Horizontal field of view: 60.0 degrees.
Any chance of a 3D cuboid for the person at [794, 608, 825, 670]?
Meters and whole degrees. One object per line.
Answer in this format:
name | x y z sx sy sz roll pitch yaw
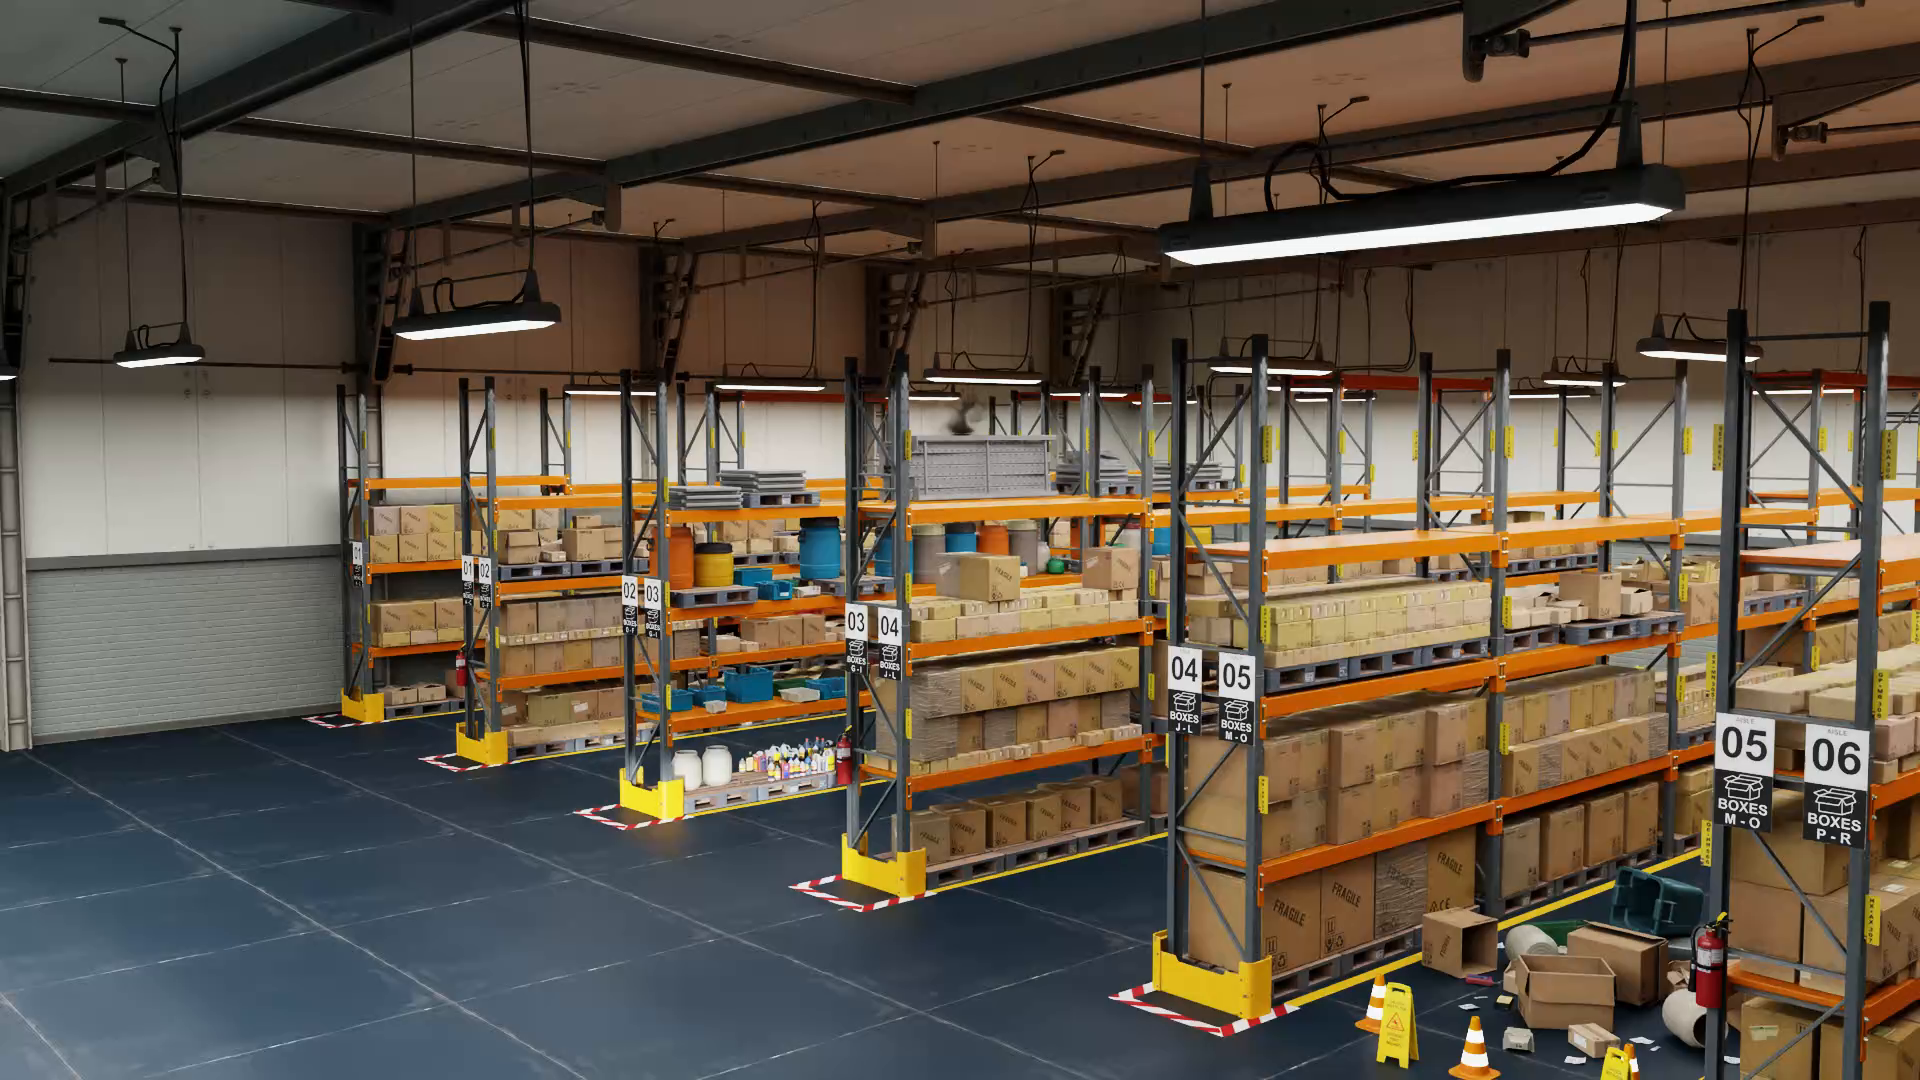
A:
person | -3.051 1.850 33.230 0.647 1.766 0.878 3 5 34
